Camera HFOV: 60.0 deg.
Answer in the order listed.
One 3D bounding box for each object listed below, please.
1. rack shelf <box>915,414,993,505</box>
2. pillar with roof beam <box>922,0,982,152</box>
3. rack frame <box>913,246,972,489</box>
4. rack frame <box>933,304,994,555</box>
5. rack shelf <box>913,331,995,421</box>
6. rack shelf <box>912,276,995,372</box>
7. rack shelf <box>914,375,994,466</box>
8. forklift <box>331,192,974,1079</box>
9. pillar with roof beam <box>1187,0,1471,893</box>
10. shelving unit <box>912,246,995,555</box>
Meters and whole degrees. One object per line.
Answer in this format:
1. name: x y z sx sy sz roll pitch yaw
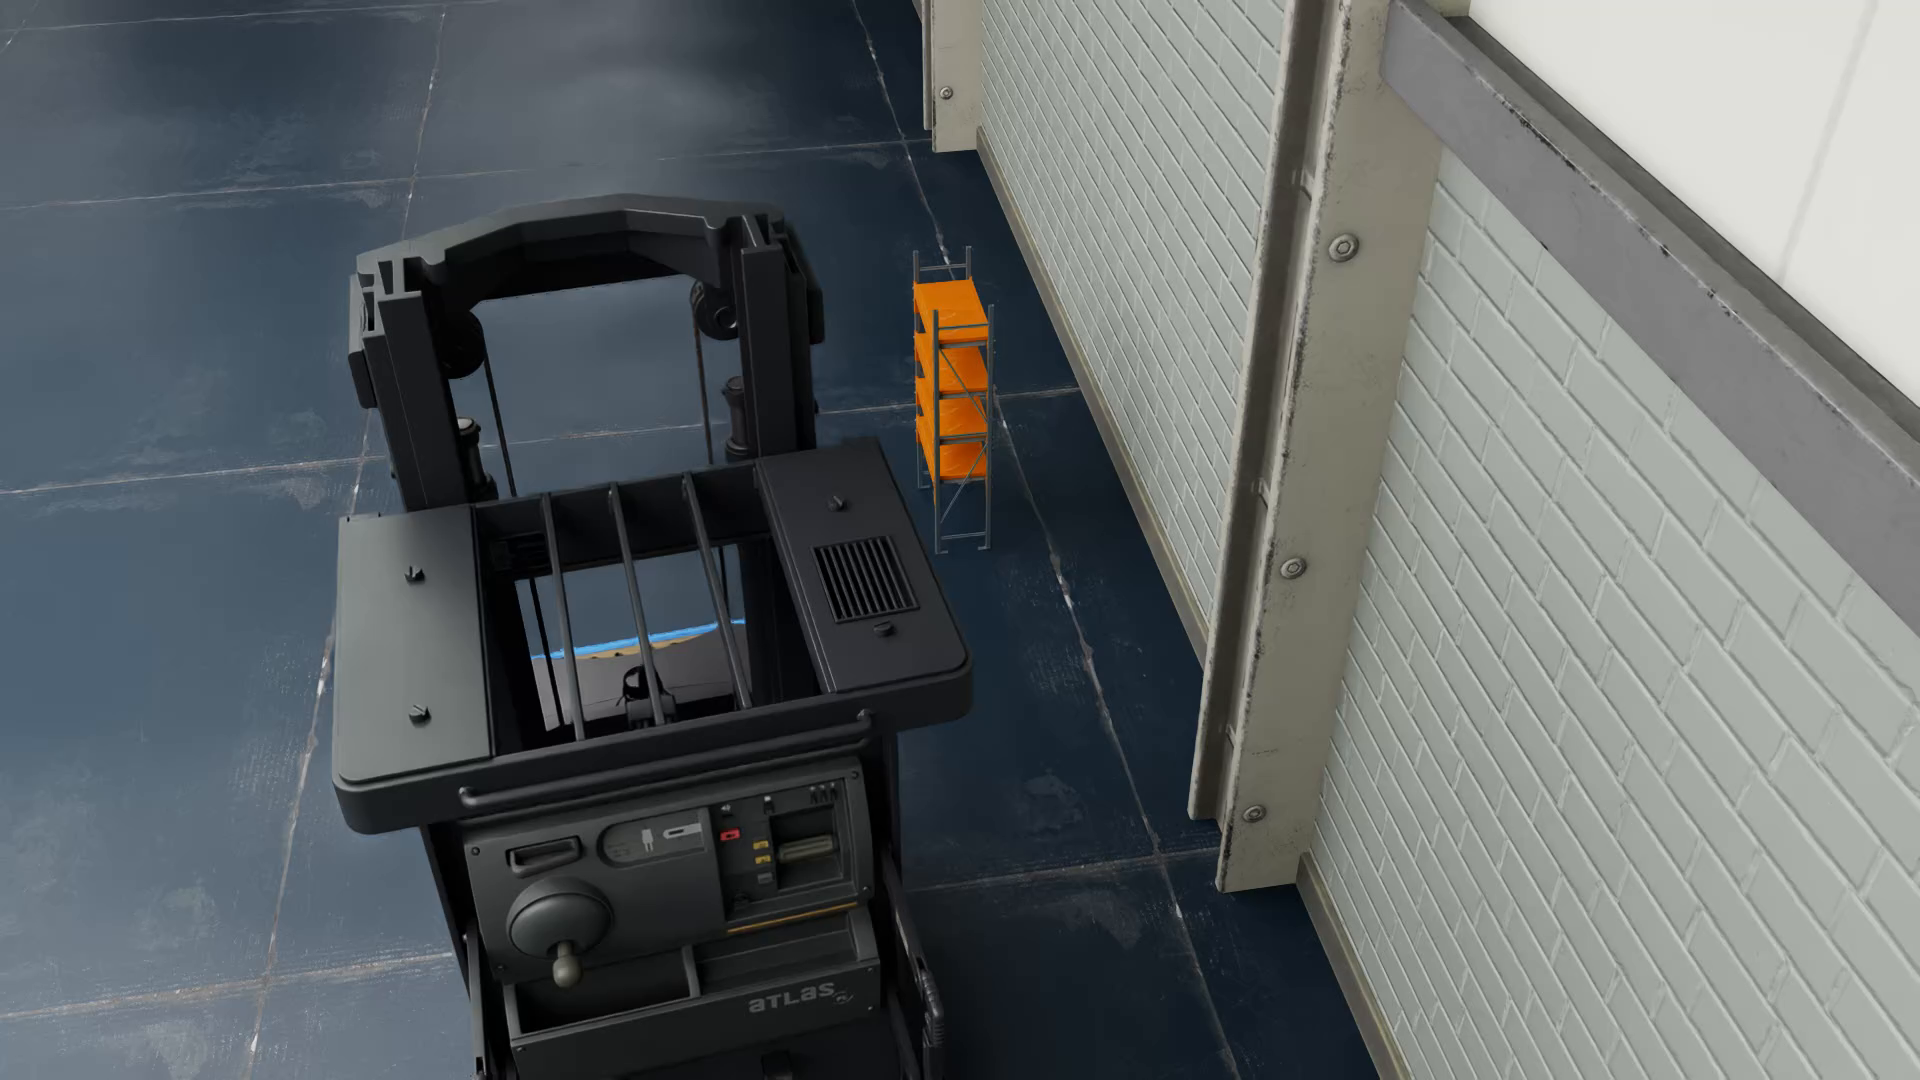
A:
1. rack shelf: -0.029 -0.364 7.174 0.258 0.148 0.480 -6 38 -8
2. pillar with roof beam: -4.285 -5.642 7.177 9.100 9.000 0.400 -6 38 -8
3. rack frame: -0.072 -0.721 7.200 0.240 1.200 0.015 -6 38 -8
4. rack frame: 0.014 -0.426 6.821 0.240 1.200 0.015 -6 38 -8
5. rack shelf: -0.029 -0.697 6.915 0.258 0.148 0.480 -6 38 -8
6. rack shelf: -0.029 -0.884 6.770 0.258 0.148 0.480 -6 38 -8
7. rack shelf: -0.029 -0.521 7.052 0.258 0.148 0.480 -6 38 -8
8. forklift: -0.611 0.857 3.758 1.130 2.935 3.031 -10 39 -12
9. pillar with roof beam: -3.233 -2.018 2.512 9.100 9.000 0.400 -6 38 -8
10. shelving unit: -0.029 -0.574 7.011 0.258 1.200 0.503 -6 38 -8
